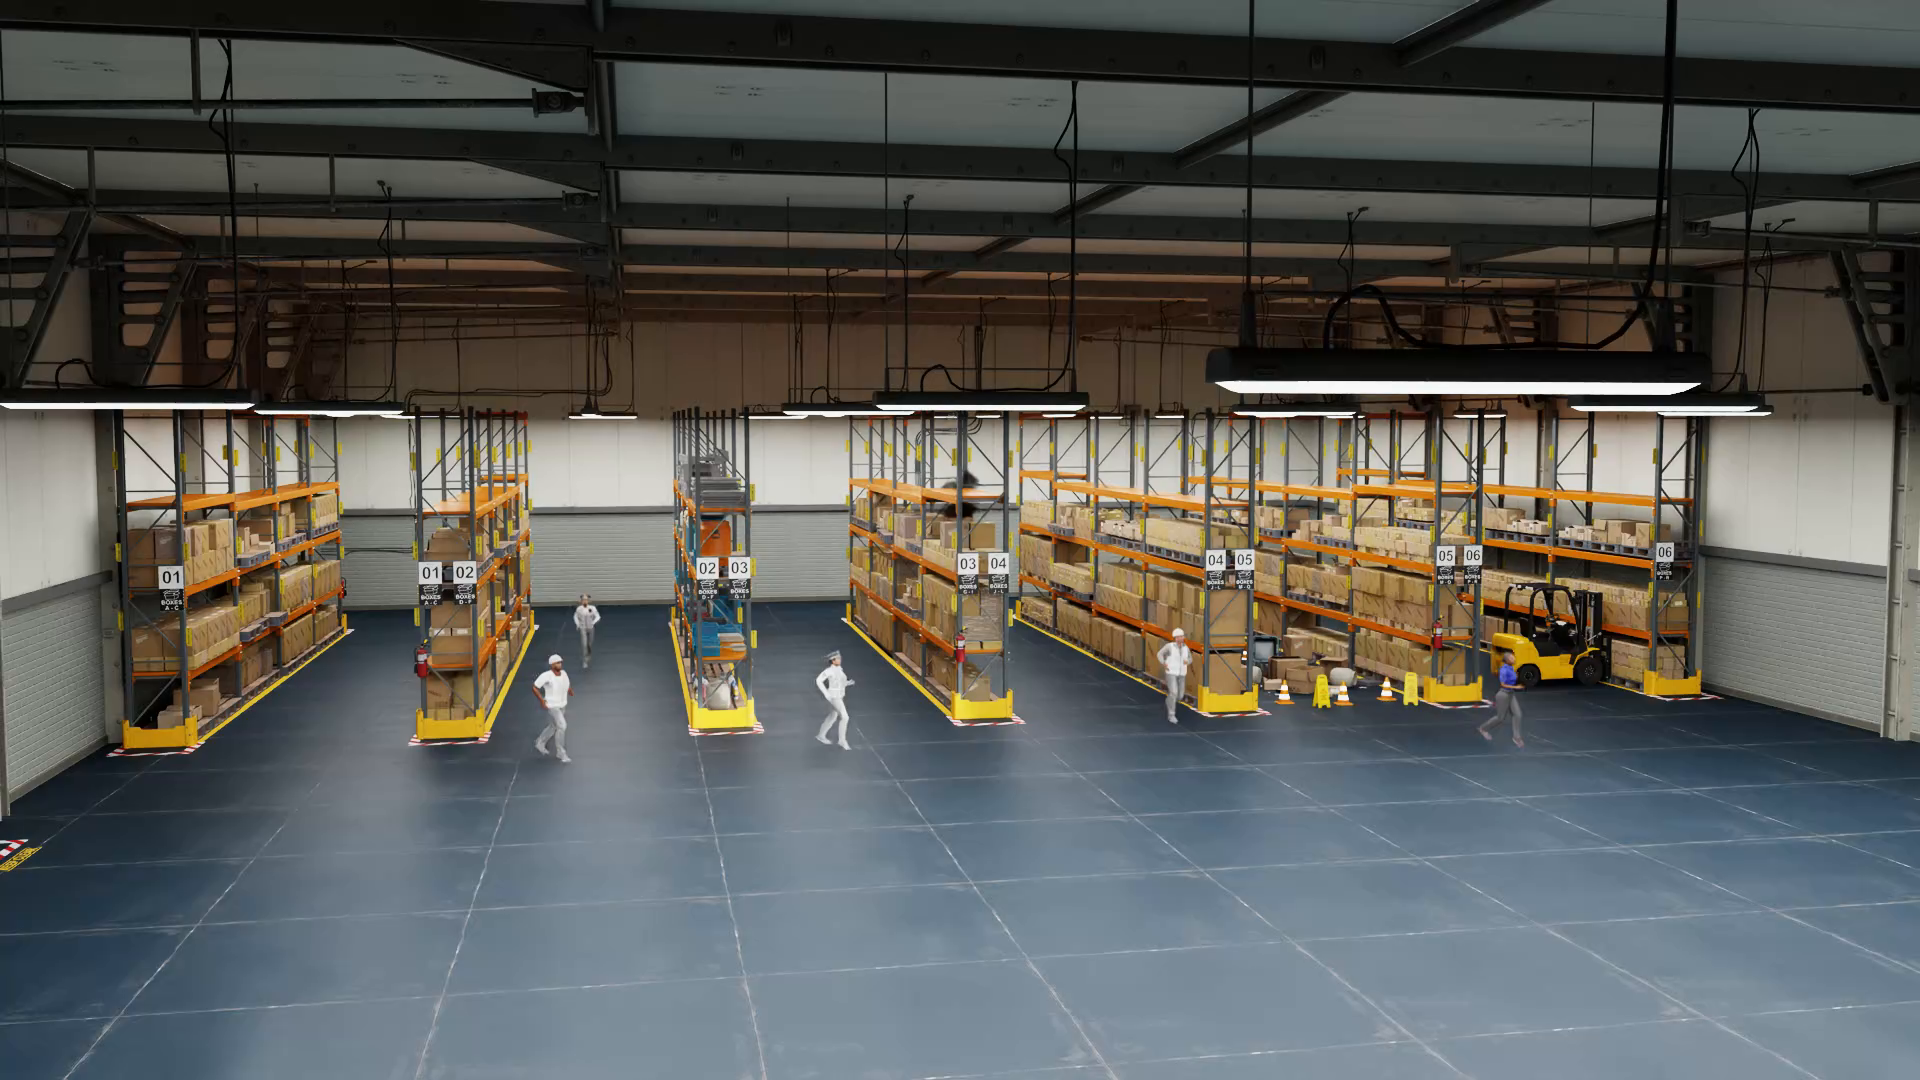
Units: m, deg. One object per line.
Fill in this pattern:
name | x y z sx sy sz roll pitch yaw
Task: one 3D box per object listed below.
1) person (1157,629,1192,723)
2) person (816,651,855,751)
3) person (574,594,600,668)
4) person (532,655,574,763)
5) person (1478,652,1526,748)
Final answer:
person | 4.185 2.586 32.096 0.678 1.754 0.904 -2 4 -23
person | -2.193 2.806 29.130 0.758 1.753 0.580 1 4 16
person | -8.727 2.090 38.872 0.580 1.694 0.860 -1 4 -11
person | -6.880 2.836 28.174 0.825 1.815 0.689 2 4 24
person | 9.606 2.827 29.404 0.874 1.716 0.606 3 5 36
